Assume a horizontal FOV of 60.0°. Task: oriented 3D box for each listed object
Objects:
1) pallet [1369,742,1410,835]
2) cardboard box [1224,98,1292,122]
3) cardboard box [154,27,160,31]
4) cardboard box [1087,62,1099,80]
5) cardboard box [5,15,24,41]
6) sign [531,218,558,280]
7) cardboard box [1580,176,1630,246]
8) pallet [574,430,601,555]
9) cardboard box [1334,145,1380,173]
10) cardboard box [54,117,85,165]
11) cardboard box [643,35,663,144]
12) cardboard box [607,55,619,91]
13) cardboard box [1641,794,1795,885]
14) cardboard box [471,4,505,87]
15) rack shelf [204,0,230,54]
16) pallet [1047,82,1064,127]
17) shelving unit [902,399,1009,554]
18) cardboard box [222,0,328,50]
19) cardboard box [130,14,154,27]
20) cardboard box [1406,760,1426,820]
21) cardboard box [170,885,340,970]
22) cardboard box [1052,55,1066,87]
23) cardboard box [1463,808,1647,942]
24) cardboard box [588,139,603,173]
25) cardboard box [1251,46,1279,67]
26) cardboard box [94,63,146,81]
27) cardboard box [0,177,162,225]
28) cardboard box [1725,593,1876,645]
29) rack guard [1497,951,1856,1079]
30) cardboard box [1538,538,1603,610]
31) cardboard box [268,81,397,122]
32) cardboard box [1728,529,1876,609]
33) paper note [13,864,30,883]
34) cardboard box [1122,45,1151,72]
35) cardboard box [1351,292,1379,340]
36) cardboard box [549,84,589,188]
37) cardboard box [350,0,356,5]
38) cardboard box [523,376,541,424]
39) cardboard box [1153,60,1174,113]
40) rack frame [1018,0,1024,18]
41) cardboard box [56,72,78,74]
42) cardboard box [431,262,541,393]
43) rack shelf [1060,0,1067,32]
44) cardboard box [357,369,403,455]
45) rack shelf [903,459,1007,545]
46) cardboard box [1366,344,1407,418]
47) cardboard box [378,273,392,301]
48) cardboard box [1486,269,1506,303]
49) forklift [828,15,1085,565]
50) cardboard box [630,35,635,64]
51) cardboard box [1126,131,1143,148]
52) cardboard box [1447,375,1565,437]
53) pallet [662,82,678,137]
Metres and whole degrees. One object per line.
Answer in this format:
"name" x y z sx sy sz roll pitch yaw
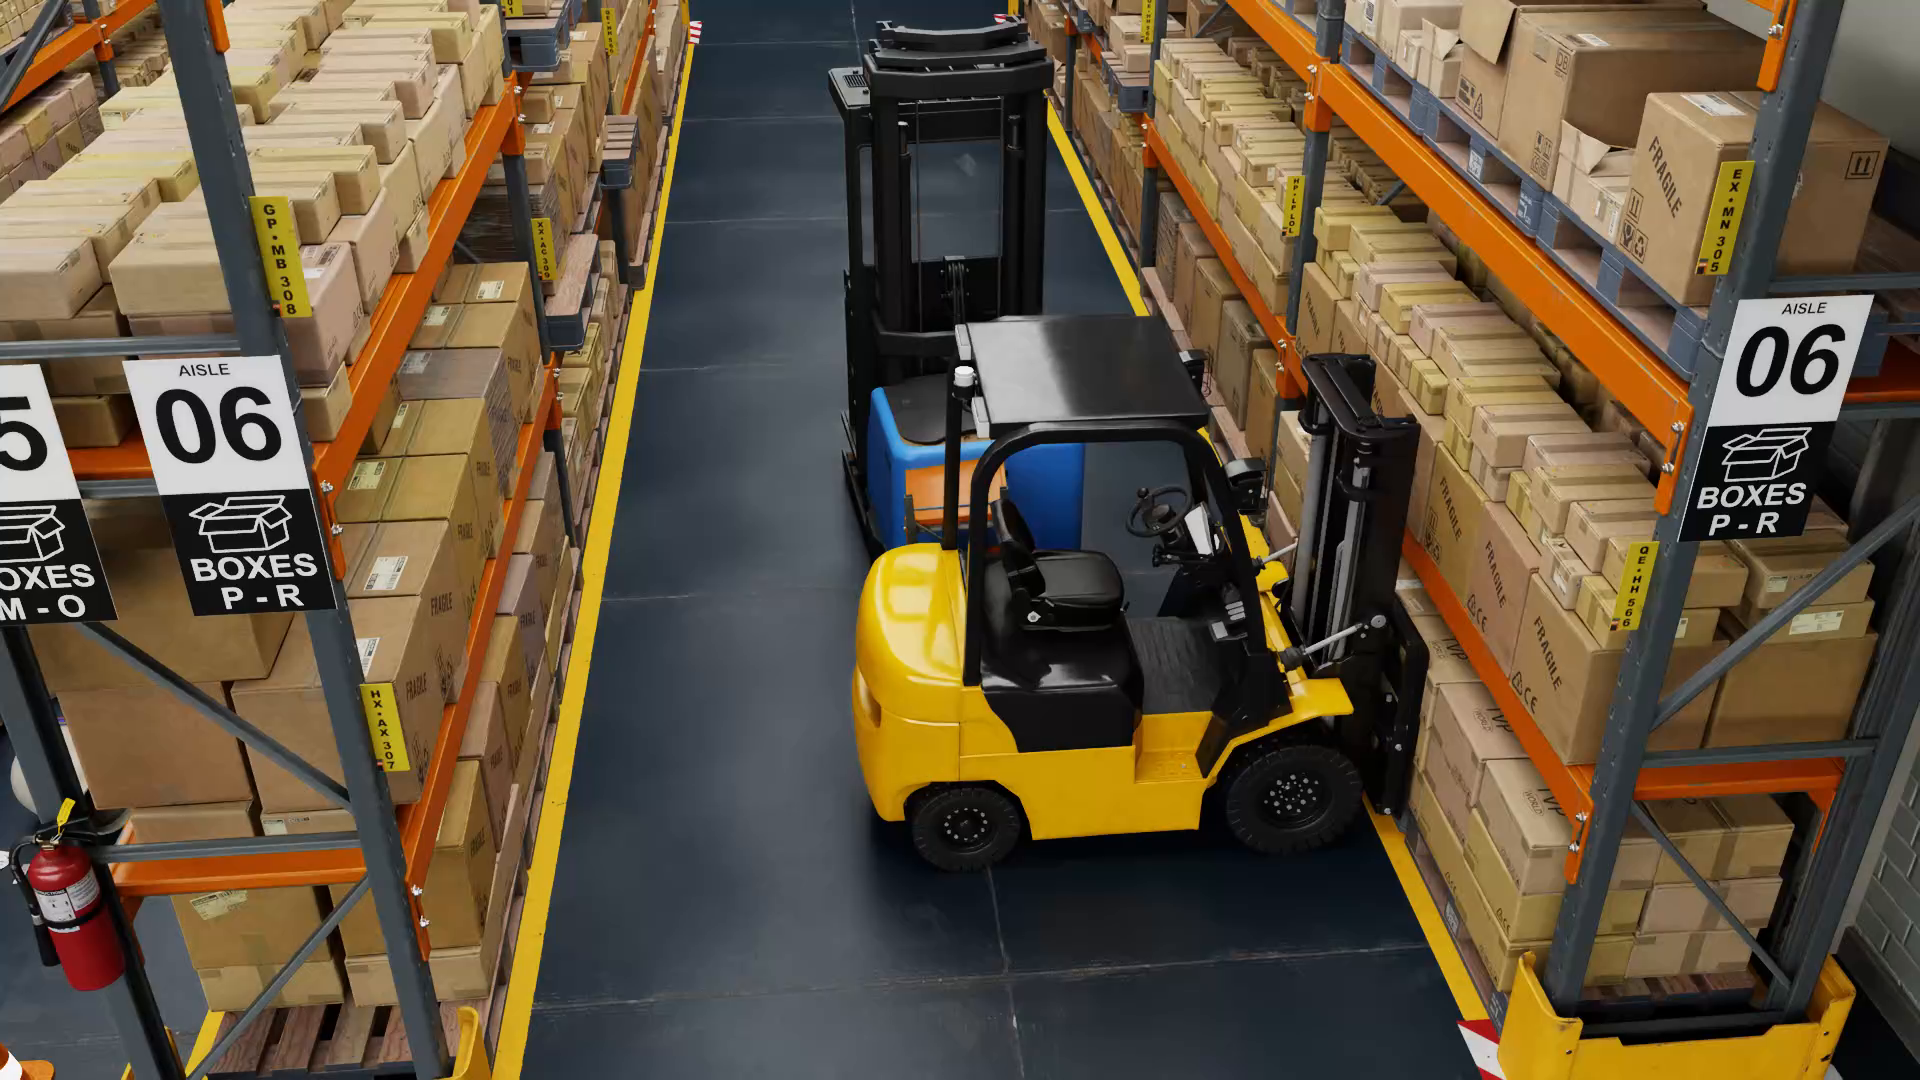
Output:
"pallet" 2.436 0.914 8.013 1.003 0.211 1.213 -3 31 -5
"cardboard box" 1.901 -2.715 10.641 0.380 0.149 0.250 -3 31 -5
"cardboard box" -8.822 -5.454 18.037 0.380 0.149 0.250 -2 31 -4
"cardboard box" 1.410 -4.452 15.673 0.380 0.149 0.250 -4 31 -6
"cardboard box" -7.987 -4.221 13.726 0.380 0.149 0.250 -4 31 -7
"sign" -2.116 -1.477 8.453 0.100 0.325 0.005 -3 31 -5
"cardboard box" 2.280 -1.085 5.453 0.380 0.149 0.250 -4 31 -6
"pallet" -2.730 -0.276 10.006 1.003 0.211 1.213 -3 31 -5
"cardboard box" 2.427 -2.223 9.816 0.380 0.149 0.250 -3 31 -5
"cardboard box" -7.954 -3.350 14.462 0.500 0.500 0.500 -3 31 -6
"cardboard box" -3.265 -4.115 15.377 0.875 0.875 0.875 -2 31 -3
"cardboard box" -2.831 -3.538 12.408 0.500 0.250 0.500 -3 31 -5
"cardboard box" 2.804 1.044 6.375 0.500 0.250 0.500 -3 31 -5
"cardboard box" -2.346 -2.213 7.461 0.500 0.250 0.500 -3 31 -5
"rack shelf" -2.468 -2.320 5.563 1.077 0.370 4.000 -3 31 -5
"pallet" 1.476 -4.553 17.167 1.003 0.211 1.213 -3 31 -5
"shelving unit" 0.005 -0.011 8.633 0.538 1.125 1.048 -5 31 0
"cardboard box" -2.882 -2.155 6.974 0.380 0.149 0.250 -4 31 -6
"cardboard box" -8.943 -5.572 17.943 0.380 0.149 0.250 -3 31 -5
"cardboard box" 2.227 0.992 7.435 0.500 0.250 0.500 -2 31 -4
"cardboard box" -2.616 1.248 6.275 0.500 0.500 0.500 -3 31 -4
"cardboard box" 1.161 -4.859 17.216 0.396 0.266 0.258 -2 31 -3
"cardboard box" 2.303 1.279 6.468 0.500 0.250 0.500 -3 31 -5
"cardboard box" -2.544 -2.505 10.855 0.380 0.149 0.250 -2 31 -4
"cardboard box" 2.280 -3.394 11.777 0.380 0.149 0.250 -2 31 -3
"cardboard box" -8.187 -4.539 16.214 0.380 0.149 0.250 -3 31 -5
"cardboard box" -2.635 -0.977 5.003 0.380 0.149 0.250 -3 31 -5
"cardboard box" 2.887 0.220 5.726 0.380 0.149 0.250 -4 31 -6
"rack guard" 2.662 1.812 6.228 1.175 0.500 0.348 -3 31 -5
"cardboard box" 2.295 0.113 5.906 0.380 0.149 0.250 -2 31 -4
"cardboard box" -2.223 -1.525 5.920 0.380 0.149 0.250 -2 31 -4
"cardboard box" 2.841 0.096 5.644 0.380 0.149 0.250 -3 31 -6
"paper note" -4.113 1.463 7.291 0.032 0.001 0.123 -3 31 -5
"cardboard box" 1.469 -3.747 12.933 0.380 0.149 0.250 -2 31 -4
"cardboard box" 2.081 -1.068 7.883 0.380 0.149 0.250 -2 31 -3
"cardboard box" -2.552 -2.450 10.129 0.500 0.500 0.500 -4 31 -7
"cardboard box" -2.854 -2.770 8.274 0.500 0.250 0.500 -3 31 -6
"cardboard box" -2.292 -0.691 8.227 0.380 0.149 0.250 -2 31 -3
"cardboard box" 1.686 -3.268 11.955 0.500 0.250 0.500 -3 31 -5
"rack frame" 1.165 -7.442 19.284 1.000 3.000 0.127 -3 31 -5
"cardboard box" -8.678 -4.381 15.949 0.380 0.149 0.250 -2 31 -4
"cardboard box" -2.366 -1.031 8.163 0.500 0.500 0.500 -4 31 -6
"rack shelf" 1.352 -6.112 17.759 1.077 0.370 4.000 -3 31 -5
"cardboard box" -2.645 -0.659 6.565 0.700 0.500 0.500 -3 31 -5
"rack shelf" -0.017 -0.261 8.482 0.538 0.278 1.000 -5 31 0
"cardboard box" 2.181 -0.595 7.724 0.500 0.500 0.500 -3 31 -5
"cardboard box" -2.170 -0.925 5.694 0.380 0.149 0.250 -4 31 -6
"cardboard box" 2.723 -1.226 7.858 0.380 0.149 0.250 -3 31 -6
"forklift" -0.122 -1.574 9.527 1.130 2.935 3.031 -6 31 -10
"cardboard box" -2.983 -4.096 13.829 0.500 0.250 0.500 -3 31 -5
"cardboard box" 1.577 -3.257 13.674 0.380 0.149 0.250 -4 31 -6
"cardboard box" 2.198 -0.542 6.712 0.380 0.149 0.250 -2 31 -4
"pallet" -3.396 -4.355 16.835 1.003 0.211 1.213 -3 31 -5
